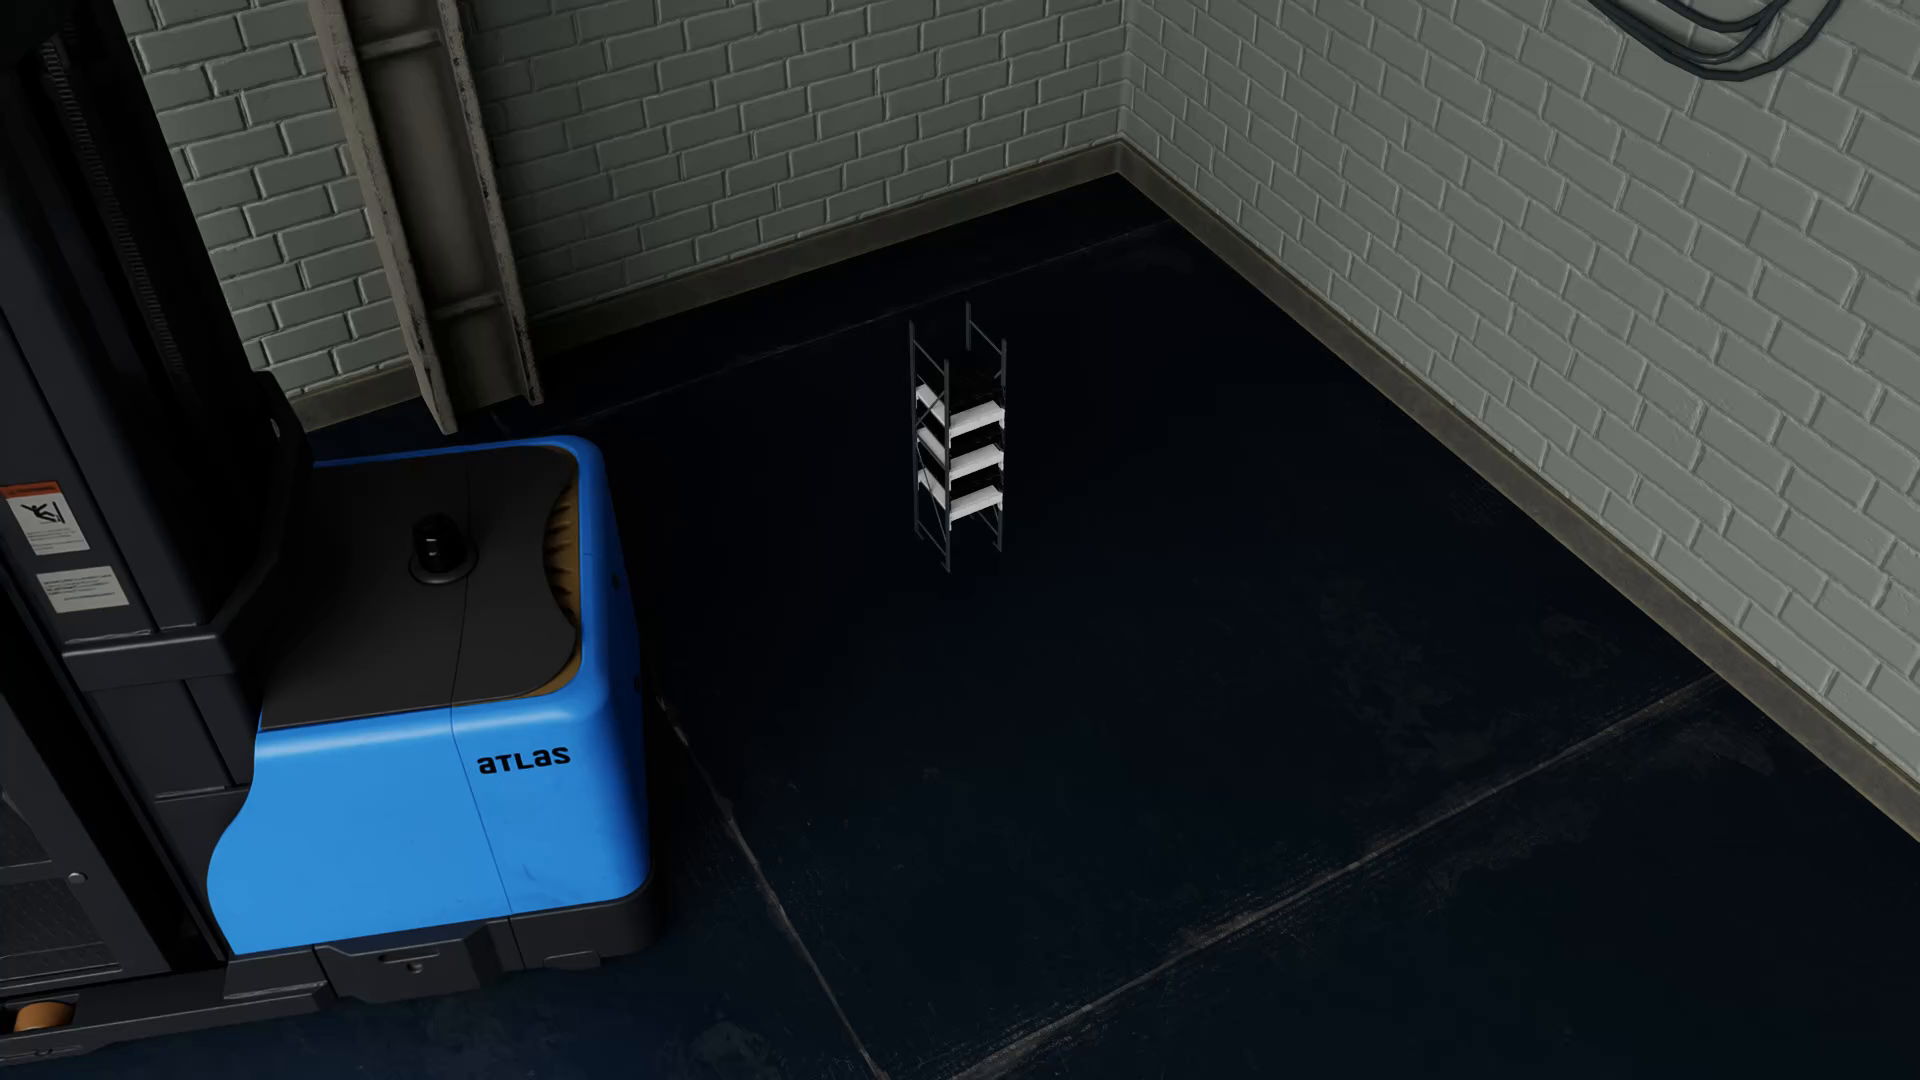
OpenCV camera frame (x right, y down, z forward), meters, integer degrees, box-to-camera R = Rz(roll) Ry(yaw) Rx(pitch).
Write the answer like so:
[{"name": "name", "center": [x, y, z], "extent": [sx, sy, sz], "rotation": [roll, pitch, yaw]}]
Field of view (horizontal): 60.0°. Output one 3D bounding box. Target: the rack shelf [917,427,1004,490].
[{"name": "rack shelf", "center": [-0.007, -0.296, 5.457], "extent": [0.200, 0.077, 0.258], "rotation": [-22, 48, -21]}]

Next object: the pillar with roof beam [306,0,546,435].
[{"name": "pillar with roof beam", "center": [0.333, -1.177, 0.501], "extent": [0.400, 9.000, 9.100], "rotation": [-22, 48, -21]}]

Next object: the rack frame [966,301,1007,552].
[{"name": "rack frame", "center": [0.081, -0.355, 5.470], "extent": [0.006, 0.900, 0.240], "rotation": [-22, 48, -21]}]

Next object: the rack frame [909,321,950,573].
[{"name": "rack frame", "center": [-0.095, -0.285, 5.397], "extent": [0.006, 0.900, 0.240], "rotation": [-22, 48, -21]}]

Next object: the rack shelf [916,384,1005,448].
[{"name": "rack shelf", "center": [-0.007, -0.425, 5.332], "extent": [0.200, 0.077, 0.258], "rotation": [-22, 48, -21]}]

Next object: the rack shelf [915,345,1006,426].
[{"name": "rack shelf", "center": [-0.007, -0.490, 5.269], "extent": [0.200, 0.077, 0.258], "rotation": [-22, 48, -21]}]

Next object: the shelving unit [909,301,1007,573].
[{"name": "shelving unit", "center": [-0.007, -0.320, 5.434], "extent": [0.210, 0.900, 0.258], "rotation": [-22, 48, -21]}]

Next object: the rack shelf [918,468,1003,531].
[{"name": "rack shelf", "center": [-0.007, -0.167, 5.582], "extent": [0.200, 0.077, 0.258], "rotation": [-22, 48, -21]}]

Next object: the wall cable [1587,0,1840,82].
[{"name": "wall cable", "center": [1.402, -2.886, 4.492], "extent": [0.112, 2.526, 3.097], "rotation": [-22, 48, -21]}]

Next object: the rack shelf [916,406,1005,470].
[{"name": "rack shelf", "center": [-0.007, -0.361, 5.394], "extent": [0.200, 0.077, 0.258], "rotation": [-22, 48, -21]}]

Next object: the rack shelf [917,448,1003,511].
[{"name": "rack shelf", "center": [-0.007, -0.232, 5.520], "extent": [0.200, 0.077, 0.258], "rotation": [-22, 48, -21]}]

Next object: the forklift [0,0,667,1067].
[{"name": "forklift", "center": [-2.374, -0.071, 3.719], "extent": [3.031, 2.935, 1.130], "rotation": [-7, 45, -7]}]
